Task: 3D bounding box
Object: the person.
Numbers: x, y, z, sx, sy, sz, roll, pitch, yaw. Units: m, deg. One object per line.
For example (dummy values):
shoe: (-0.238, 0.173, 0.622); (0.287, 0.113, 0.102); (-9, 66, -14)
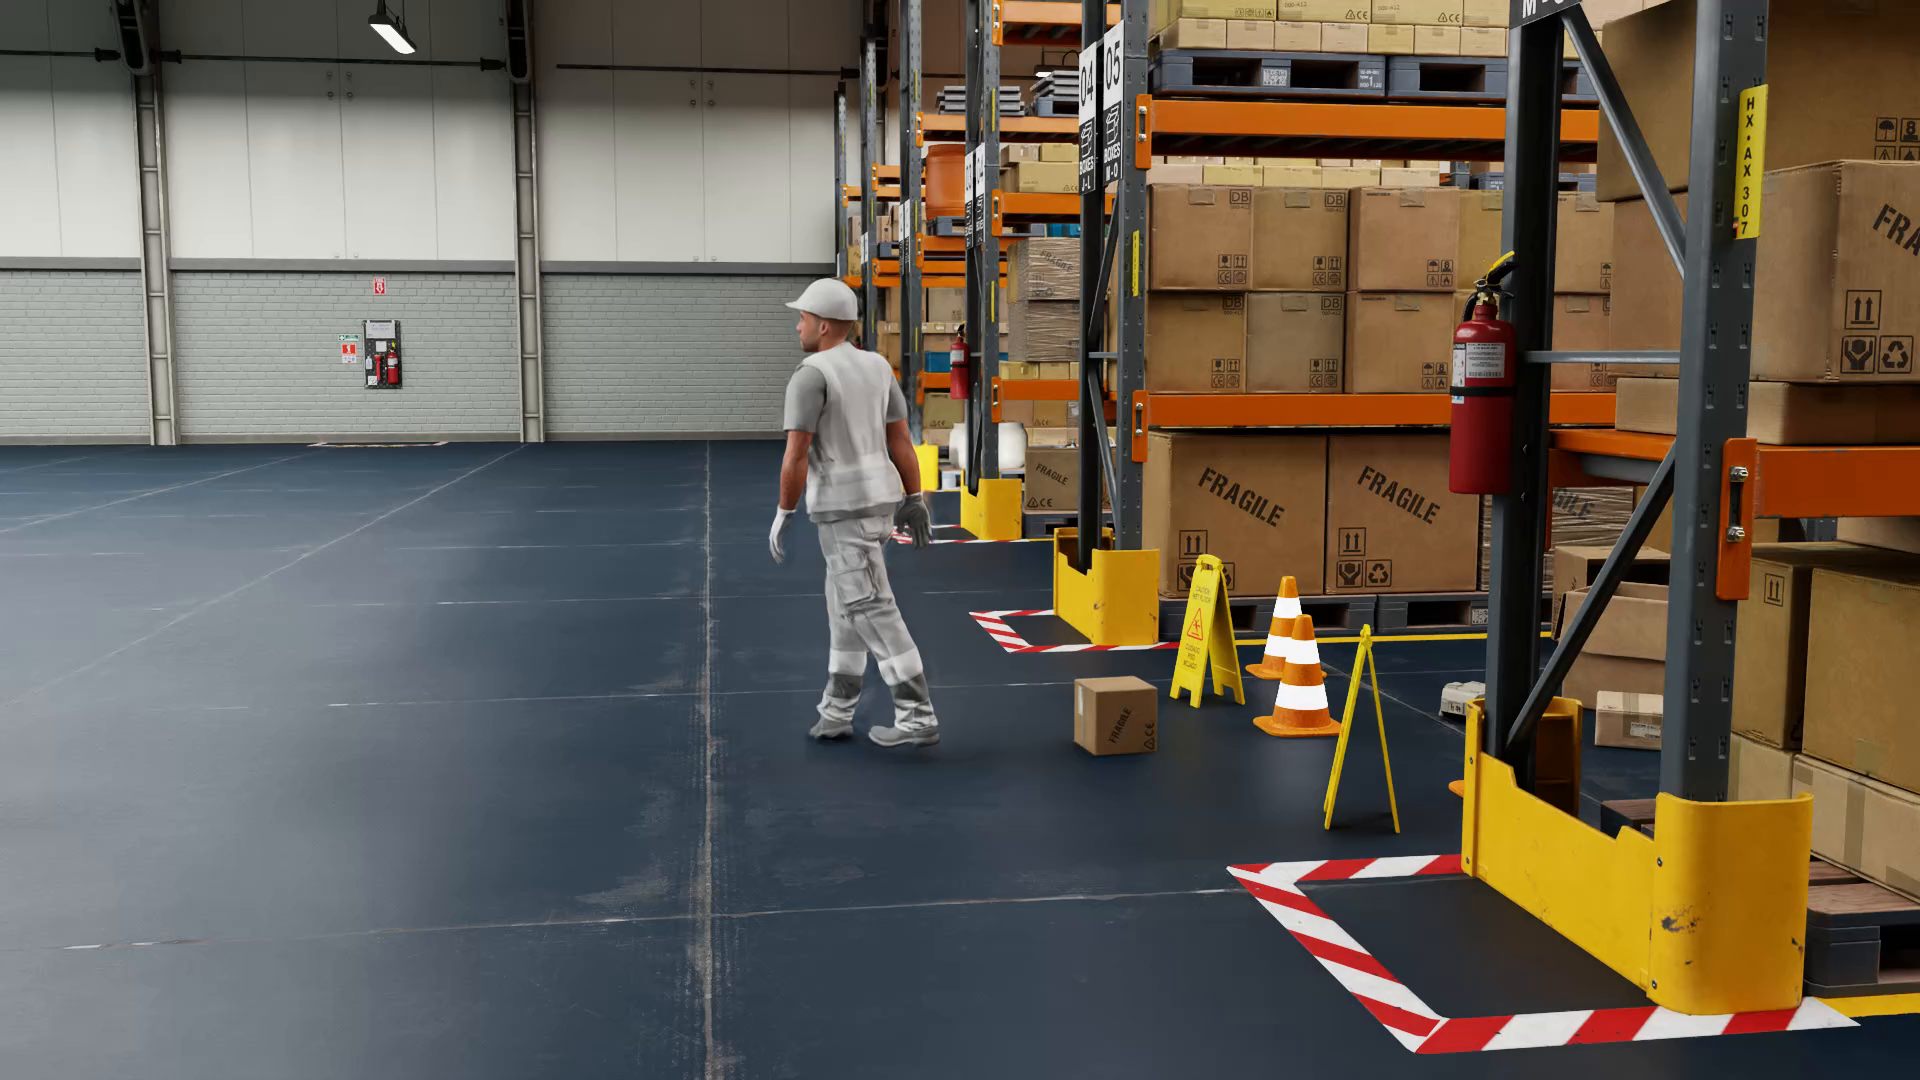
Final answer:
person: (-0.406, -0.067, 6.267); (0.701, 1.821, 0.571); (4, 7, 30)
